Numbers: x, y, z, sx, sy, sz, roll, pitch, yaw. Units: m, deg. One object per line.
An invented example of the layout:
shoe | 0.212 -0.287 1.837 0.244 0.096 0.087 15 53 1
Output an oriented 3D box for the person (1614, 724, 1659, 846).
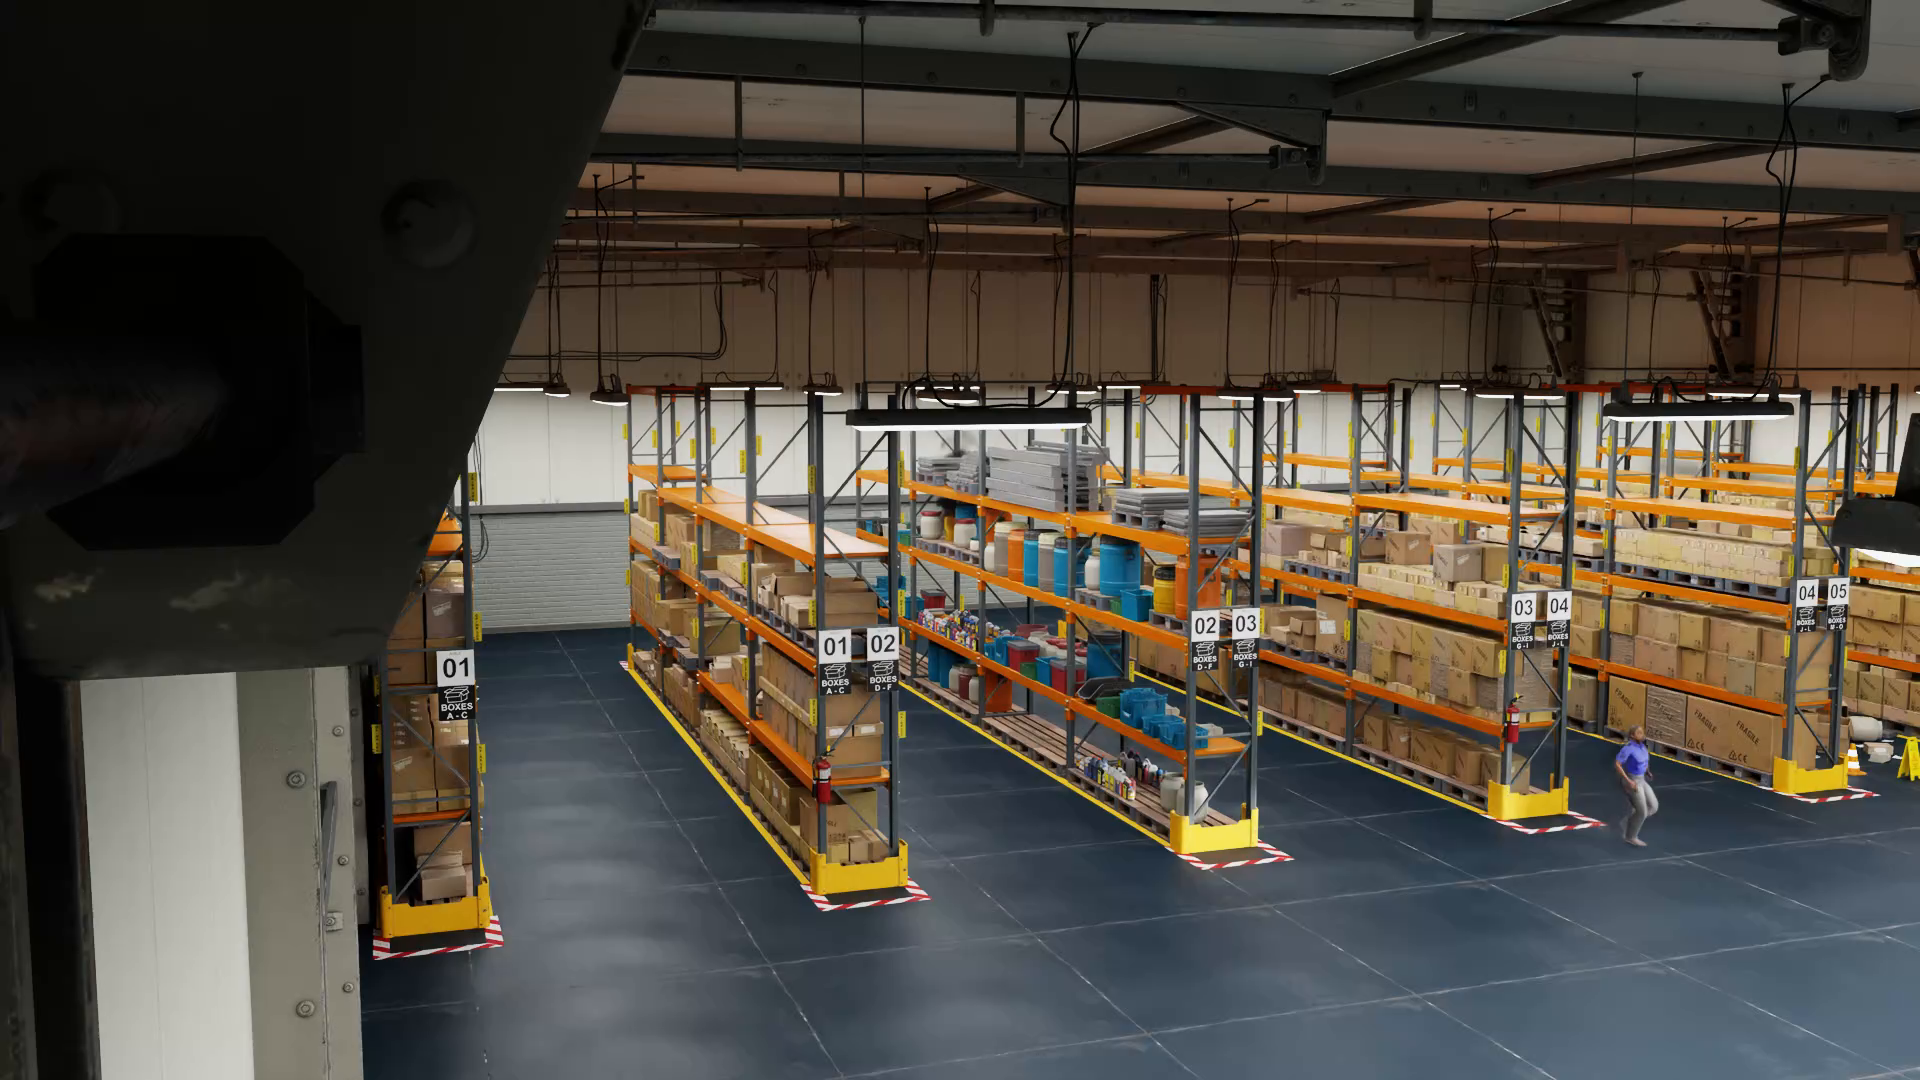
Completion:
person | 9.014 3.266 22.113 0.470 1.635 0.688 5 8 39

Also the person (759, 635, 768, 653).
person | -4.072 1.959 34.352 0.498 1.605 0.774 -3 7 -30
